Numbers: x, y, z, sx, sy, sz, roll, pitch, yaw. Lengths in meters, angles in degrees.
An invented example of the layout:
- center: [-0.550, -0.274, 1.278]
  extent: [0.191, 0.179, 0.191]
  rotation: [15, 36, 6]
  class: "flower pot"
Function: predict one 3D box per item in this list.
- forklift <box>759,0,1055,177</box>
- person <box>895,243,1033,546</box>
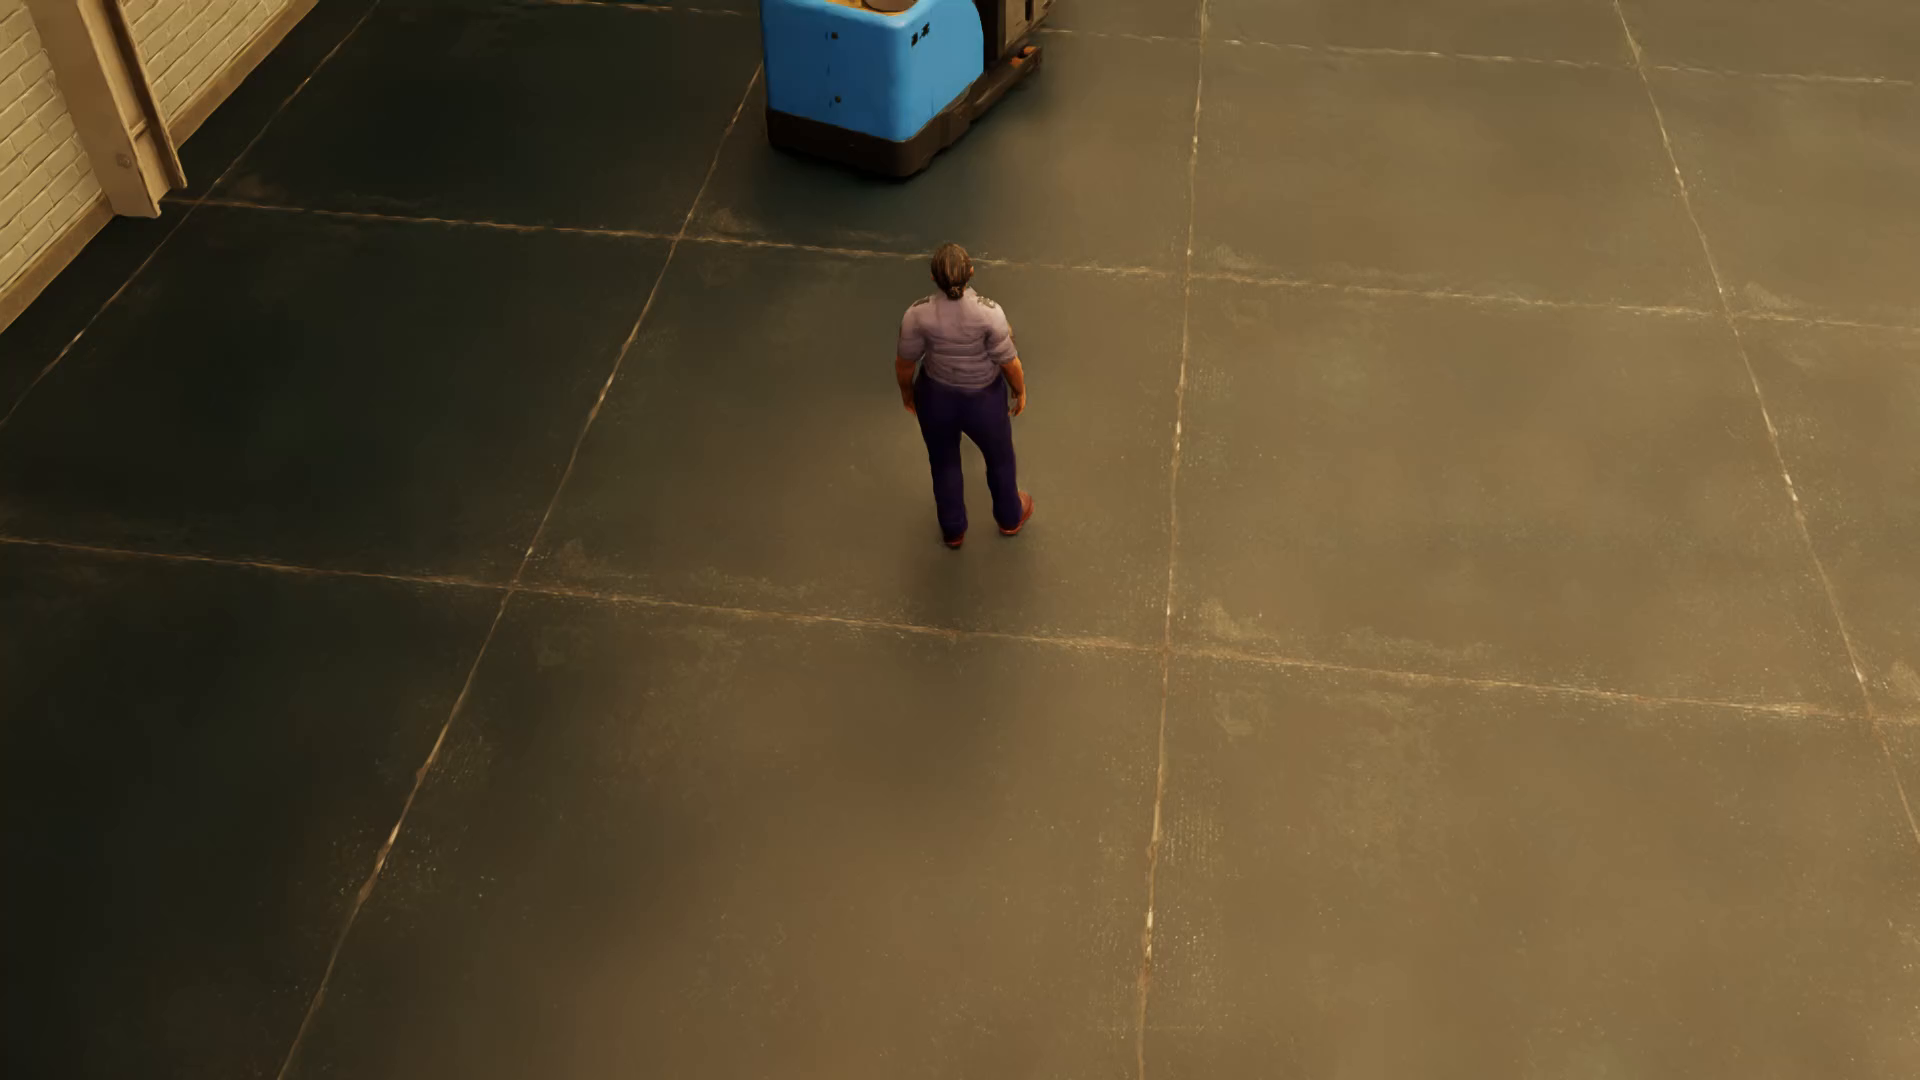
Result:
- center: [-0.091, -4.303, 10.409]
  extent: [1.130, 2.935, 3.031]
  rotation: [19, 46, 20]
  class: "forklift"
- center: [0.035, -0.666, 7.396]
  extent: [0.599, 1.640, 0.502]
  rotation: [5, 43, 6]
  class: "person"
